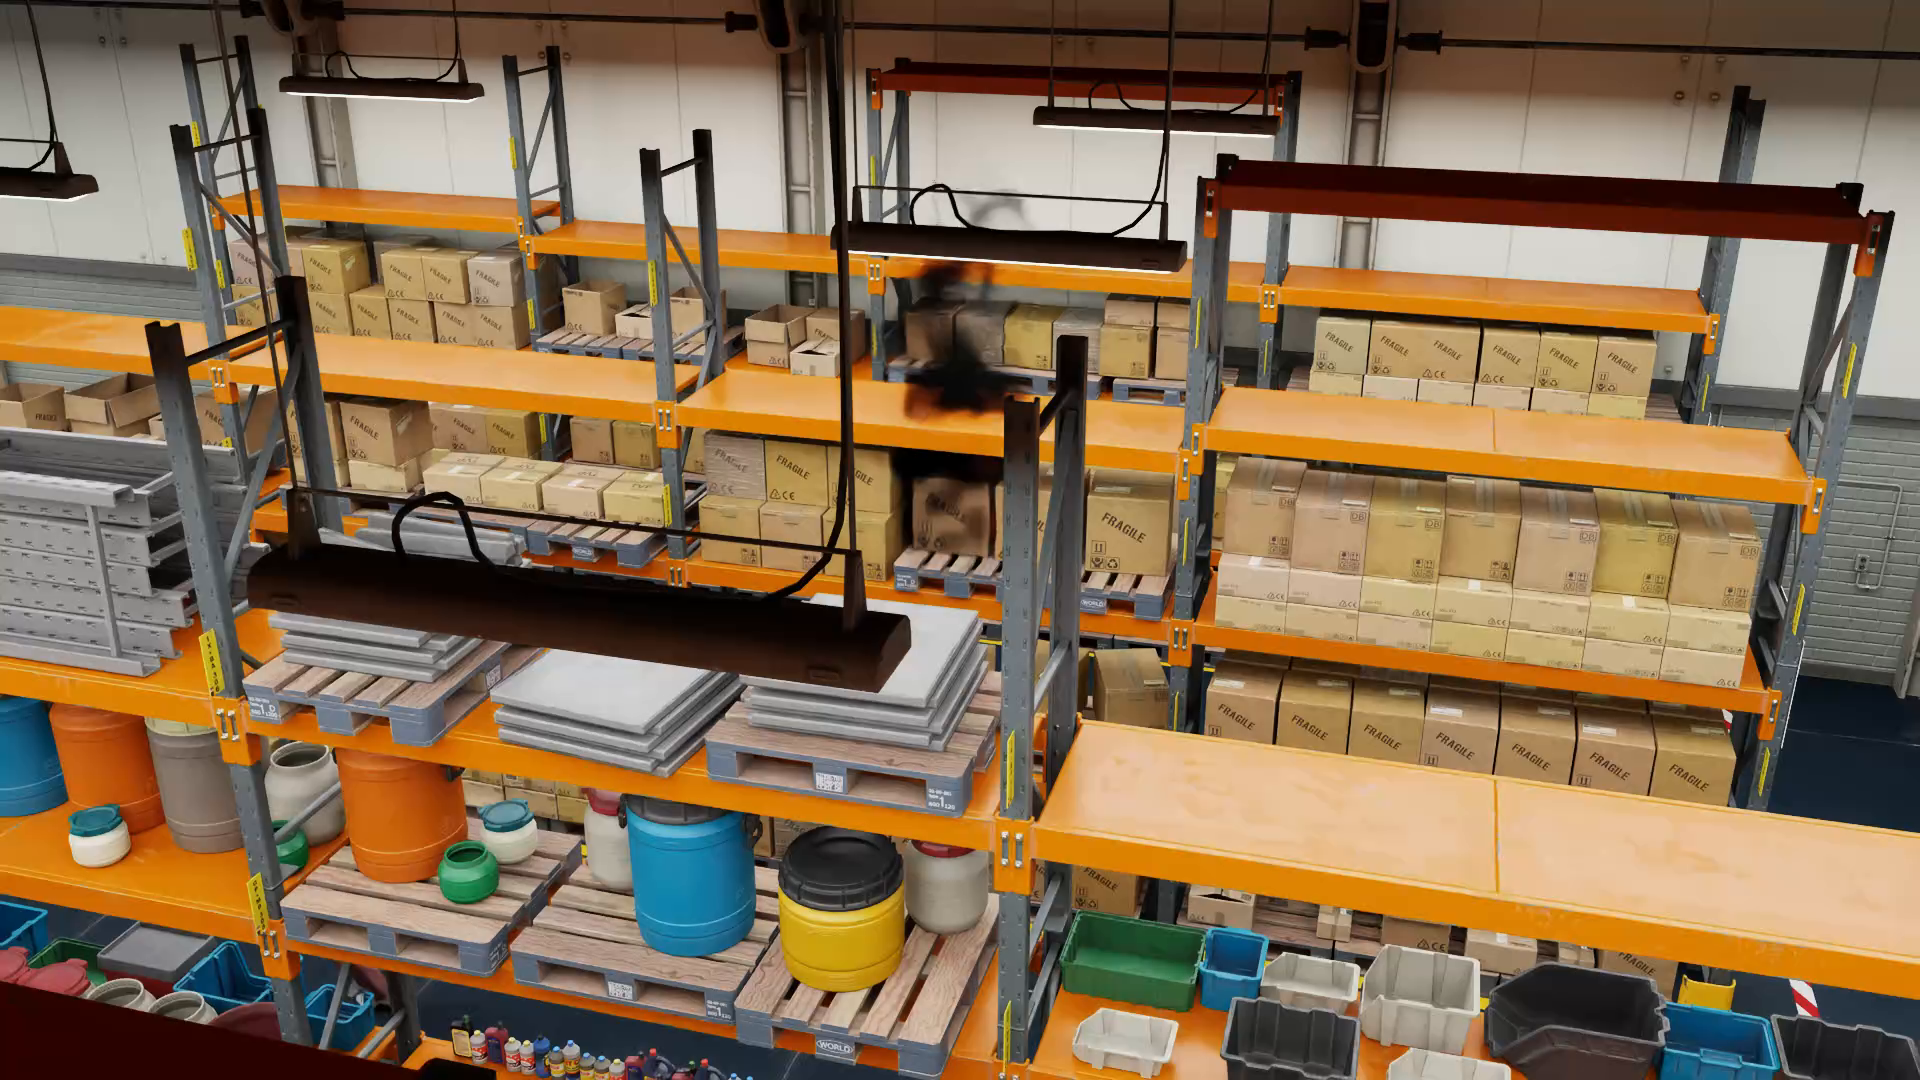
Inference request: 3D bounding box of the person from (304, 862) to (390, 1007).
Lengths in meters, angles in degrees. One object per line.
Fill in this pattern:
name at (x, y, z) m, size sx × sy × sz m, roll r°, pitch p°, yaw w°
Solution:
person at (-4.511, 2.695, 12.105) m, size 0.656 × 1.659 × 0.549 m, roll 0°, pitch 23°, yaw 0°
